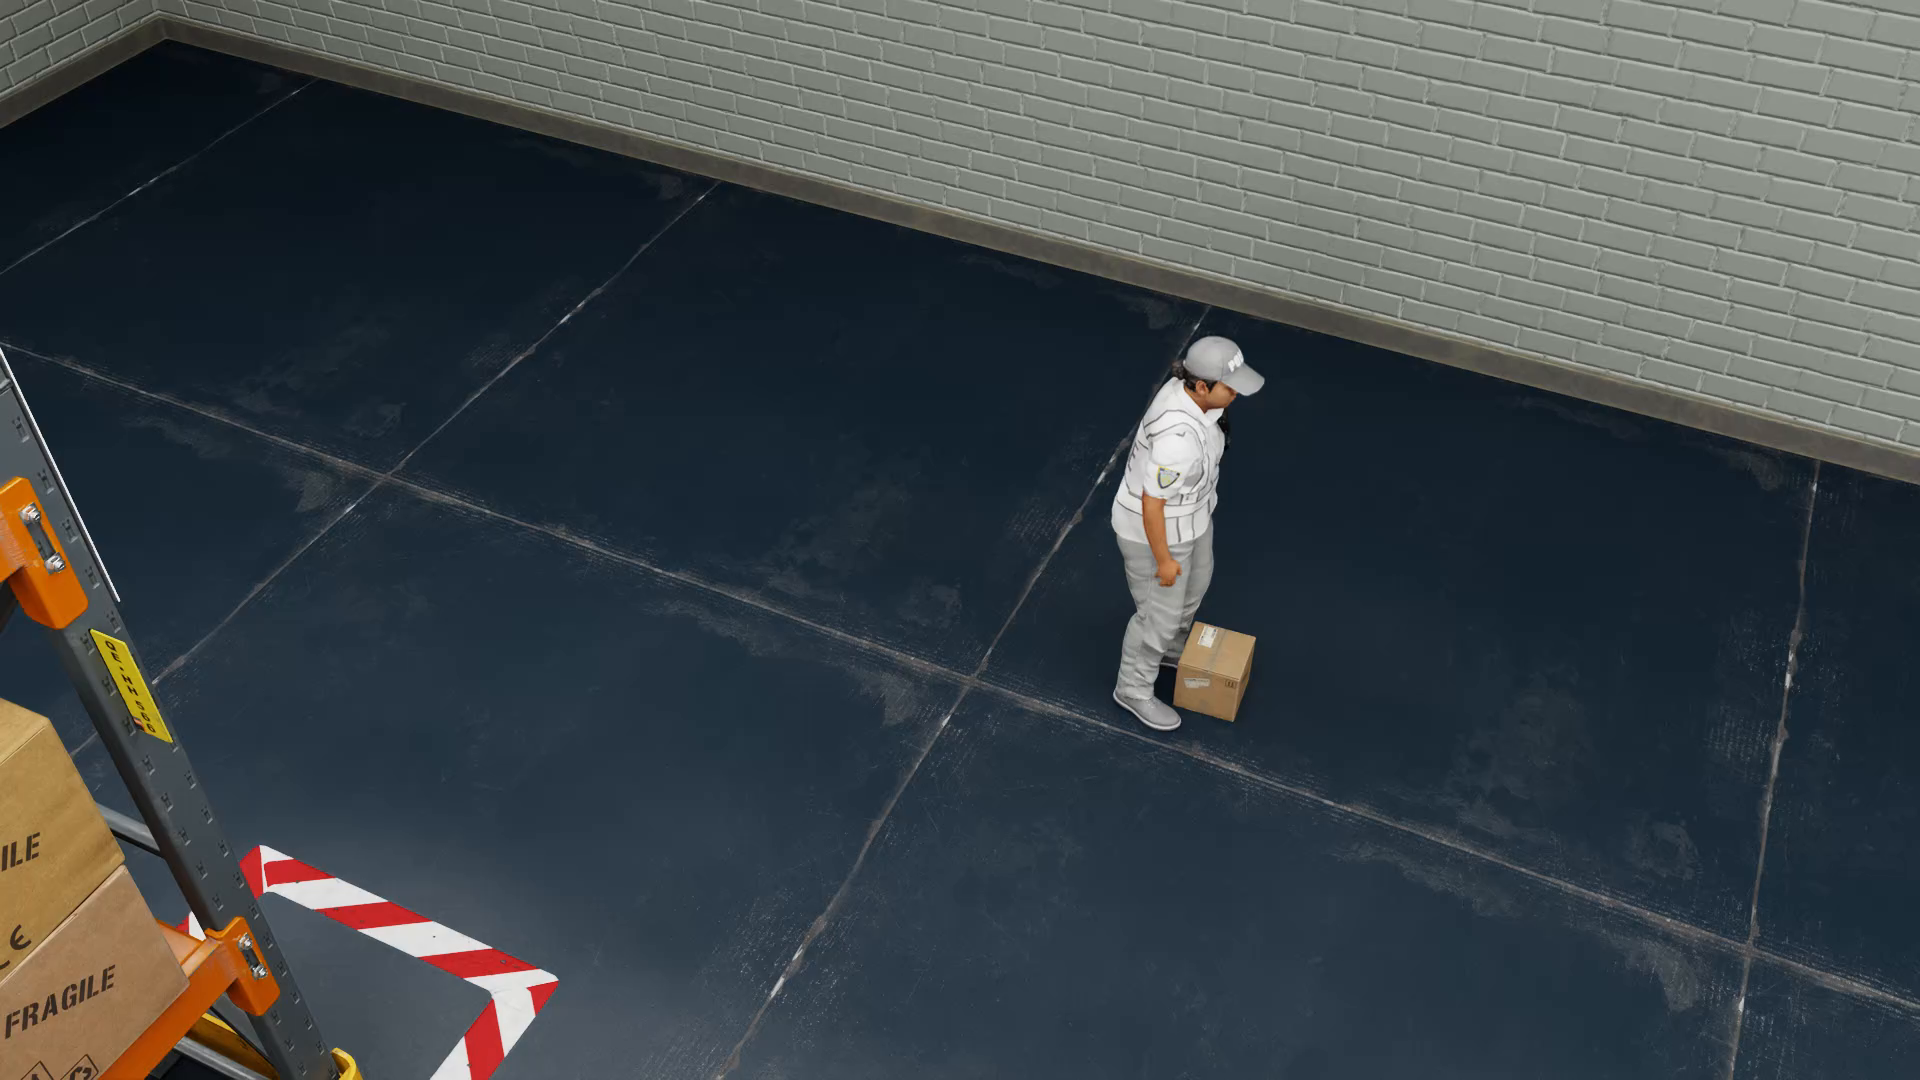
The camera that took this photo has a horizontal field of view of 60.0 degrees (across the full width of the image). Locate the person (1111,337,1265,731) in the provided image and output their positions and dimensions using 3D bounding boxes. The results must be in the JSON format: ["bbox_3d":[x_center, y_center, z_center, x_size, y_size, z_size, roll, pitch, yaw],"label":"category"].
[{"bbox_3d":[0.811,-0.052,6.212,0.467,1.667,0.548,16,45,17],"label":"person"}]
